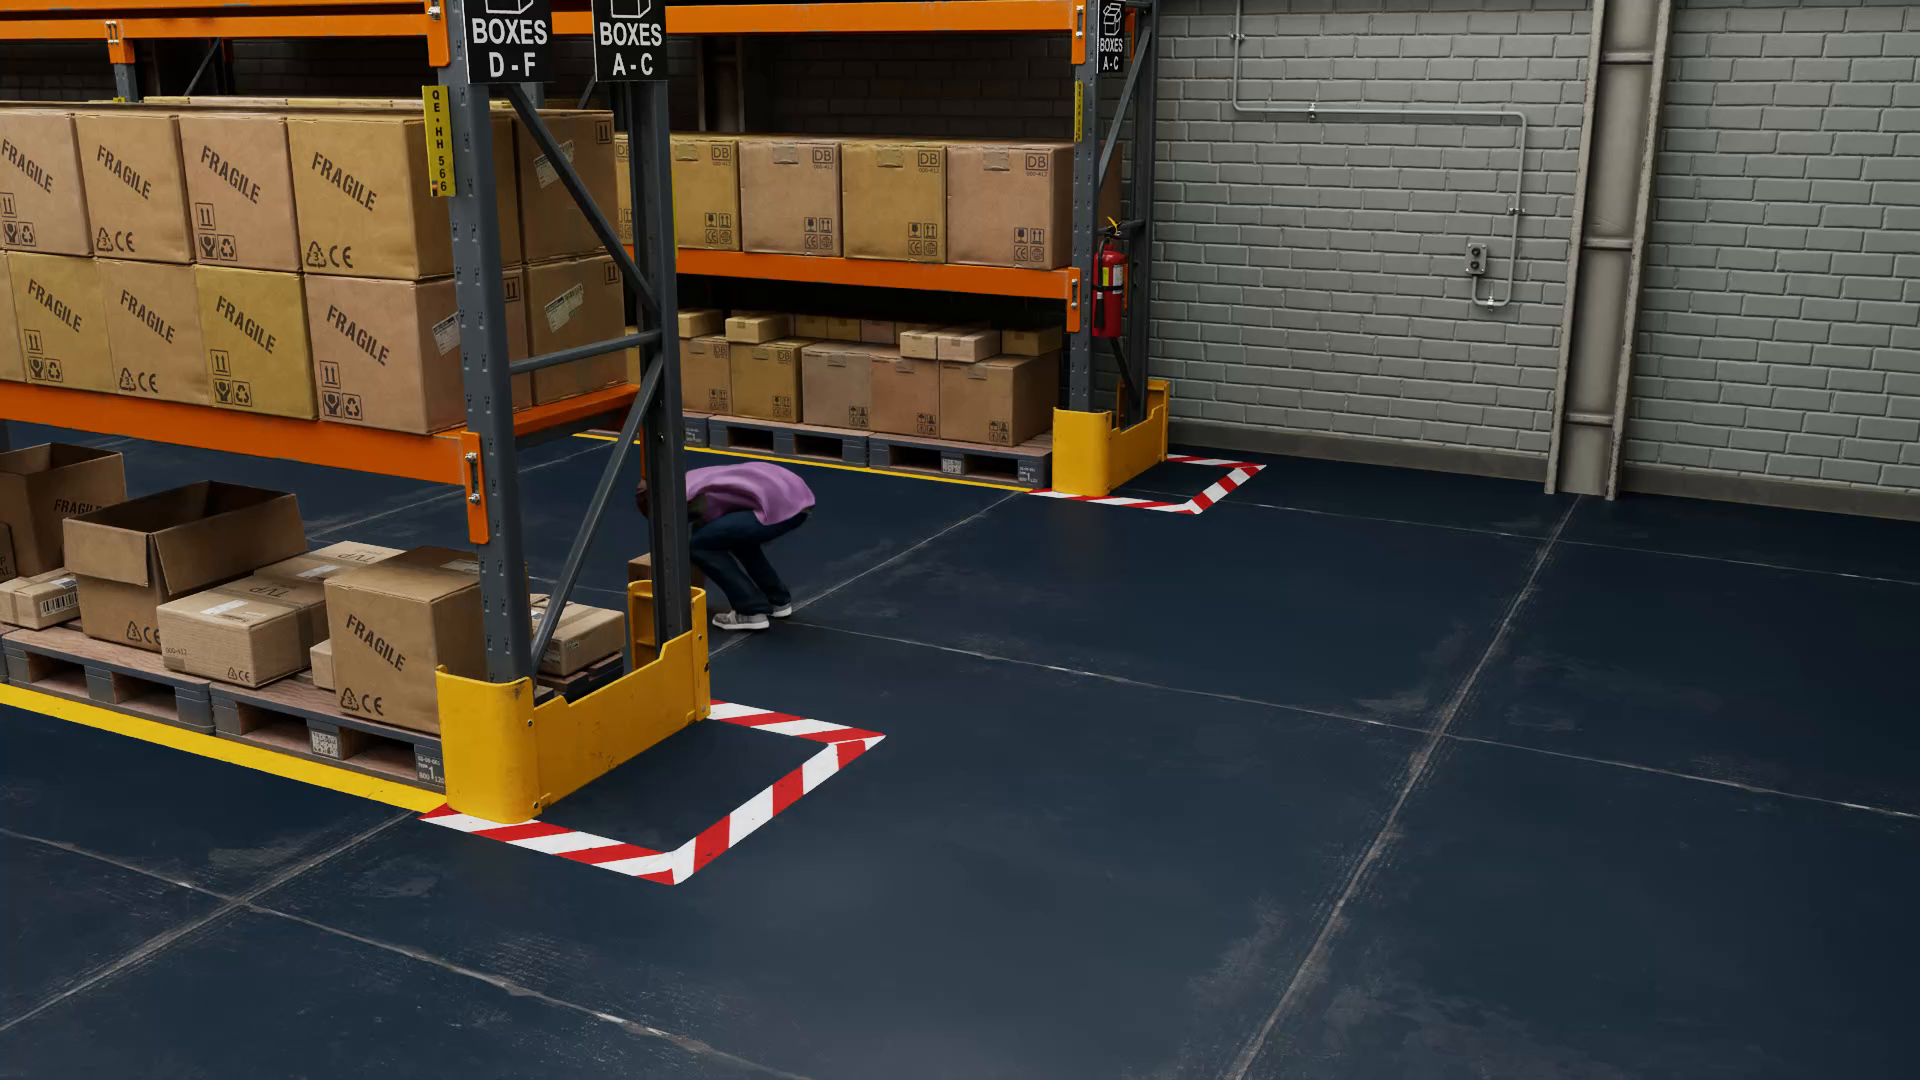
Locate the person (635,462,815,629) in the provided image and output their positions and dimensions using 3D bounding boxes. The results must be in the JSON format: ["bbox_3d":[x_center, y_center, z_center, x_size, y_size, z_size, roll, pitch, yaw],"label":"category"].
[{"bbox_3d":[-1.081,0.015,7.580,0.873,0.773,0.429,6,17,20],"label":"person"}]
